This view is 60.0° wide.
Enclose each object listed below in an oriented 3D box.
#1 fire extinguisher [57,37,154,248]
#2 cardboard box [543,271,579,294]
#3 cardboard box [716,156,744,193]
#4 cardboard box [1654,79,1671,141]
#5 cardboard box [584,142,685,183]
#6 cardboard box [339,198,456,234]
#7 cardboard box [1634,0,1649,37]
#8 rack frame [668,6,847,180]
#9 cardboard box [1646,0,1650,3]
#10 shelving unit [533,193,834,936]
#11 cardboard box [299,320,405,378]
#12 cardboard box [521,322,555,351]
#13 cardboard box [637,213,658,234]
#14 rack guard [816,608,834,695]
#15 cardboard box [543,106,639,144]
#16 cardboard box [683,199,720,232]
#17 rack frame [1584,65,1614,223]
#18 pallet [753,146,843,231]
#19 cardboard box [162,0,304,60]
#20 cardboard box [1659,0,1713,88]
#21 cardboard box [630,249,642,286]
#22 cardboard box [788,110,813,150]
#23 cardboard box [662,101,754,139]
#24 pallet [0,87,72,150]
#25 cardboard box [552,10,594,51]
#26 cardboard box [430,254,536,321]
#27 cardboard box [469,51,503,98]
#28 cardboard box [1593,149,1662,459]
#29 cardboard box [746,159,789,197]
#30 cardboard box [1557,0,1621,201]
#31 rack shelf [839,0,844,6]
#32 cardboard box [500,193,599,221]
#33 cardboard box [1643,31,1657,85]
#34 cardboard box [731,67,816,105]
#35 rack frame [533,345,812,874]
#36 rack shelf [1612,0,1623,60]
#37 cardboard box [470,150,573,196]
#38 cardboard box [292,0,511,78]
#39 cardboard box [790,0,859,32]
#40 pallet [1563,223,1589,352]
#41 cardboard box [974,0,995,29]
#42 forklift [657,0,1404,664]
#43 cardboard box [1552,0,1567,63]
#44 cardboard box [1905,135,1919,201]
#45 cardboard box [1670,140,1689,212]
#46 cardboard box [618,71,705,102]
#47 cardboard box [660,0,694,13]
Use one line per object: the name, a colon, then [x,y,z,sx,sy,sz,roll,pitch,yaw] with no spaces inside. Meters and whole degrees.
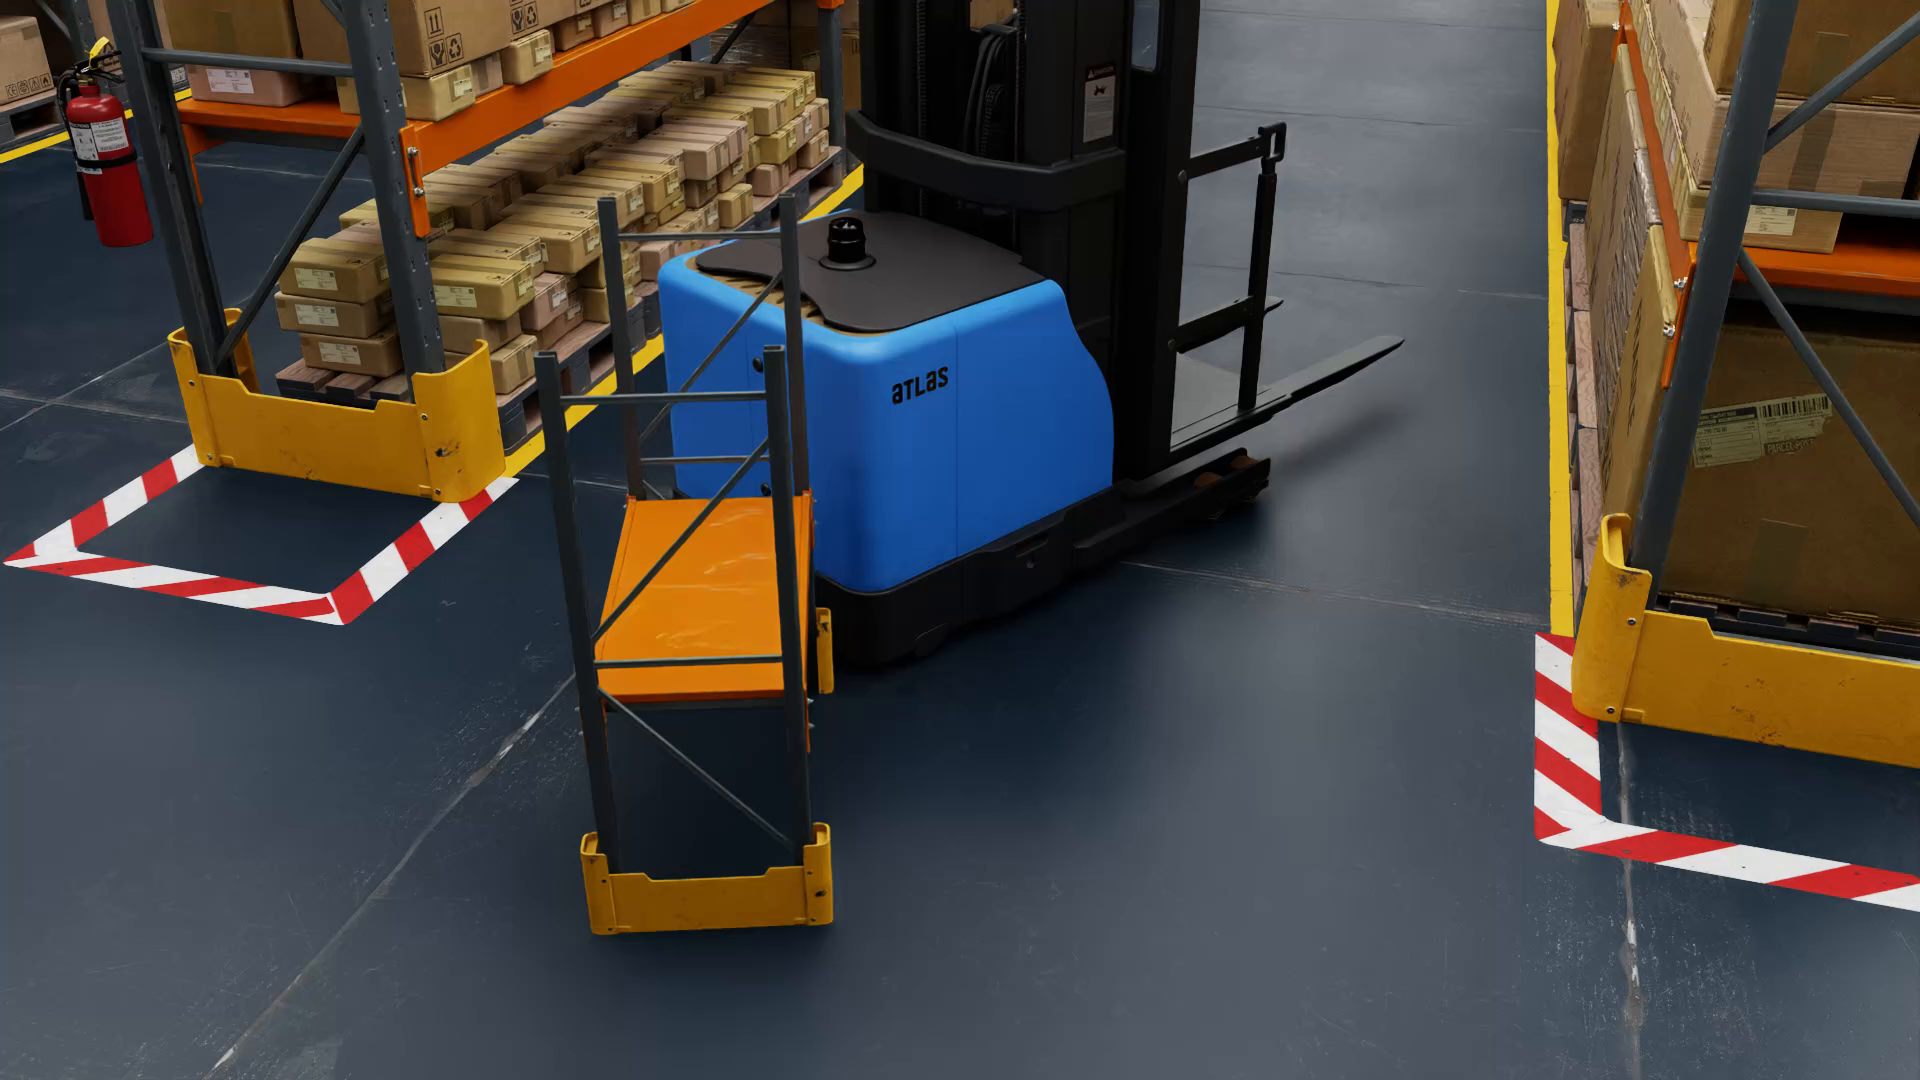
fire extinguisher: [-2.830,-1.314,5.490,0.296,0.674,0.183,8,30,15]
cardboard box: [-1.794,-1.082,6.805,0.380,0.149,0.250,9,30,16]
cardboard box: [-1.282,-1.819,8.128,0.380,0.149,0.250,9,30,16]
cardboard box: [2.485,-1.385,5.413,0.380,0.149,0.250,8,30,14]
cardboard box: [-1.486,-1.700,7.609,0.380,0.149,0.250,9,30,15]
cardboard box: [-2.318,-1.289,6.871,0.380,0.149,0.250,8,30,14]
cardboard box: [2.937,-2.100,6.697,0.380,0.149,0.250,8,30,13]
rack frame: [-1.141,-3.421,8.814,1.000,3.000,0.127,8,30,15]
cardboard box: [3.032,-2.320,6.682,0.500,0.250,0.500,8,30,15]
shelving unit: [-0.637,0.032,4.149,0.587,1.500,1.083,-2,29,-3]
cardboard box: [-2.359,-0.774,6.557,0.380,0.149,0.250,9,30,16]
cardboard box: [-1.856,-0.831,6.659,0.380,0.149,0.250,8,30,15]
cardboard box: [-1.588,-1.455,7.474,0.380,0.149,0.250,10,31,17]
rack guard: [-0.669,0.337,4.888,0.587,0.250,0.087,-2,29,-3]
cardboard box: [-1.812,-2.013,8.172,0.380,0.149,0.250,9,30,16]
cardboard box: [-1.374,-1.535,7.925,0.380,0.149,0.250,9,30,16]
rack frame: [3.571,-2.666,7.458,1.000,3.000,0.127,8,30,15]
pallet: [-1.304,-1.885,8.922,1.003,0.211,1.213,8,30,15]
cardboard box: [-2.429,-1.982,5.818,0.500,0.500,0.500,9,30,16]
cardboard box: [2.584,-1.607,5.402,0.500,0.250,0.500,7,30,13]
cardboard box: [-1.626,-1.183,7.291,0.380,0.149,0.250,9,30,15]
cardboard box: [-0.997,-2.170,8.759,0.380,0.149,0.250,7,30,12]
cardboard box: [-1.250,-2.066,8.267,0.380,0.149,0.250,9,30,17]
pallet: [-6.200,-2.520,10.062,1.003,0.211,1.213,8,30,15]
cardboard box: [-1.693,-2.060,6.627,0.380,0.149,0.250,8,30,14]
cardboard box: [-1.836,-0.955,6.270,0.380,0.149,0.250,7,30,13]
cardboard box: [-1.871,-1.680,5.944,0.380,0.149,0.250,10,30,17]
cardboard box: [2.776,-0.794,5.846,0.875,0.875,0.875,8,30,15]
cardboard box: [-1.102,-1.887,8.557,0.380,0.149,0.250,7,30,13]
cardboard box: [3.740,-2.222,8.412,1.225,0.875,0.875,9,30,15]
rack shelf: [-0.553,-4.036,10.660,1.077,0.370,4.000,8,30,15]
cardboard box: [-1.680,-1.326,6.937,0.380,0.149,0.250,7,30,12]
cardboard box: [2.710,-1.742,6.054,0.380,0.149,0.250,8,30,13]
cardboard box: [-0.996,-2.416,8.897,0.380,0.149,0.250,9,30,16]
rack frame: [-0.605,0.274,3.714,0.500,1.500,0.032,-2,29,-3]
rack shelf: [4.158,-3.282,9.303,1.077,0.370,4.000,8,30,15]
cardboard box: [-1.973,-1.640,7.501,0.380,0.149,0.250,7,30,13]
cardboard box: [-1.919,-1.905,5.680,0.500,0.500,0.500,10,31,17]
cardboard box: [-0.671,-3.146,9.687,0.500,0.250,0.500,7,30,13]
pallet: [3.273,-1.106,7.520,1.003,0.211,1.213,8,30,15]
cardboard box: [-0.066,-3.787,11.612,0.500,0.500,0.500,10,31,17]
forklift: [0.476,-1.517,5.463,3.031,2.935,1.130,-25,37,-37]
cardboard box: [4.523,-3.463,10.643,1.225,0.875,0.875,7,30,13]
cardboard box: [2.796,-1.057,4.412,0.500,0.250,0.500,8,30,14]
cardboard box: [2.262,-1.031,4.777,0.380,0.149,0.250,9,30,15]
cardboard box: [-1.577,-2.369,8.811,0.380,0.149,0.250,10,31,17]
cardboard box: [-1.391,-2.408,7.252,0.380,0.149,0.250,9,30,16]
